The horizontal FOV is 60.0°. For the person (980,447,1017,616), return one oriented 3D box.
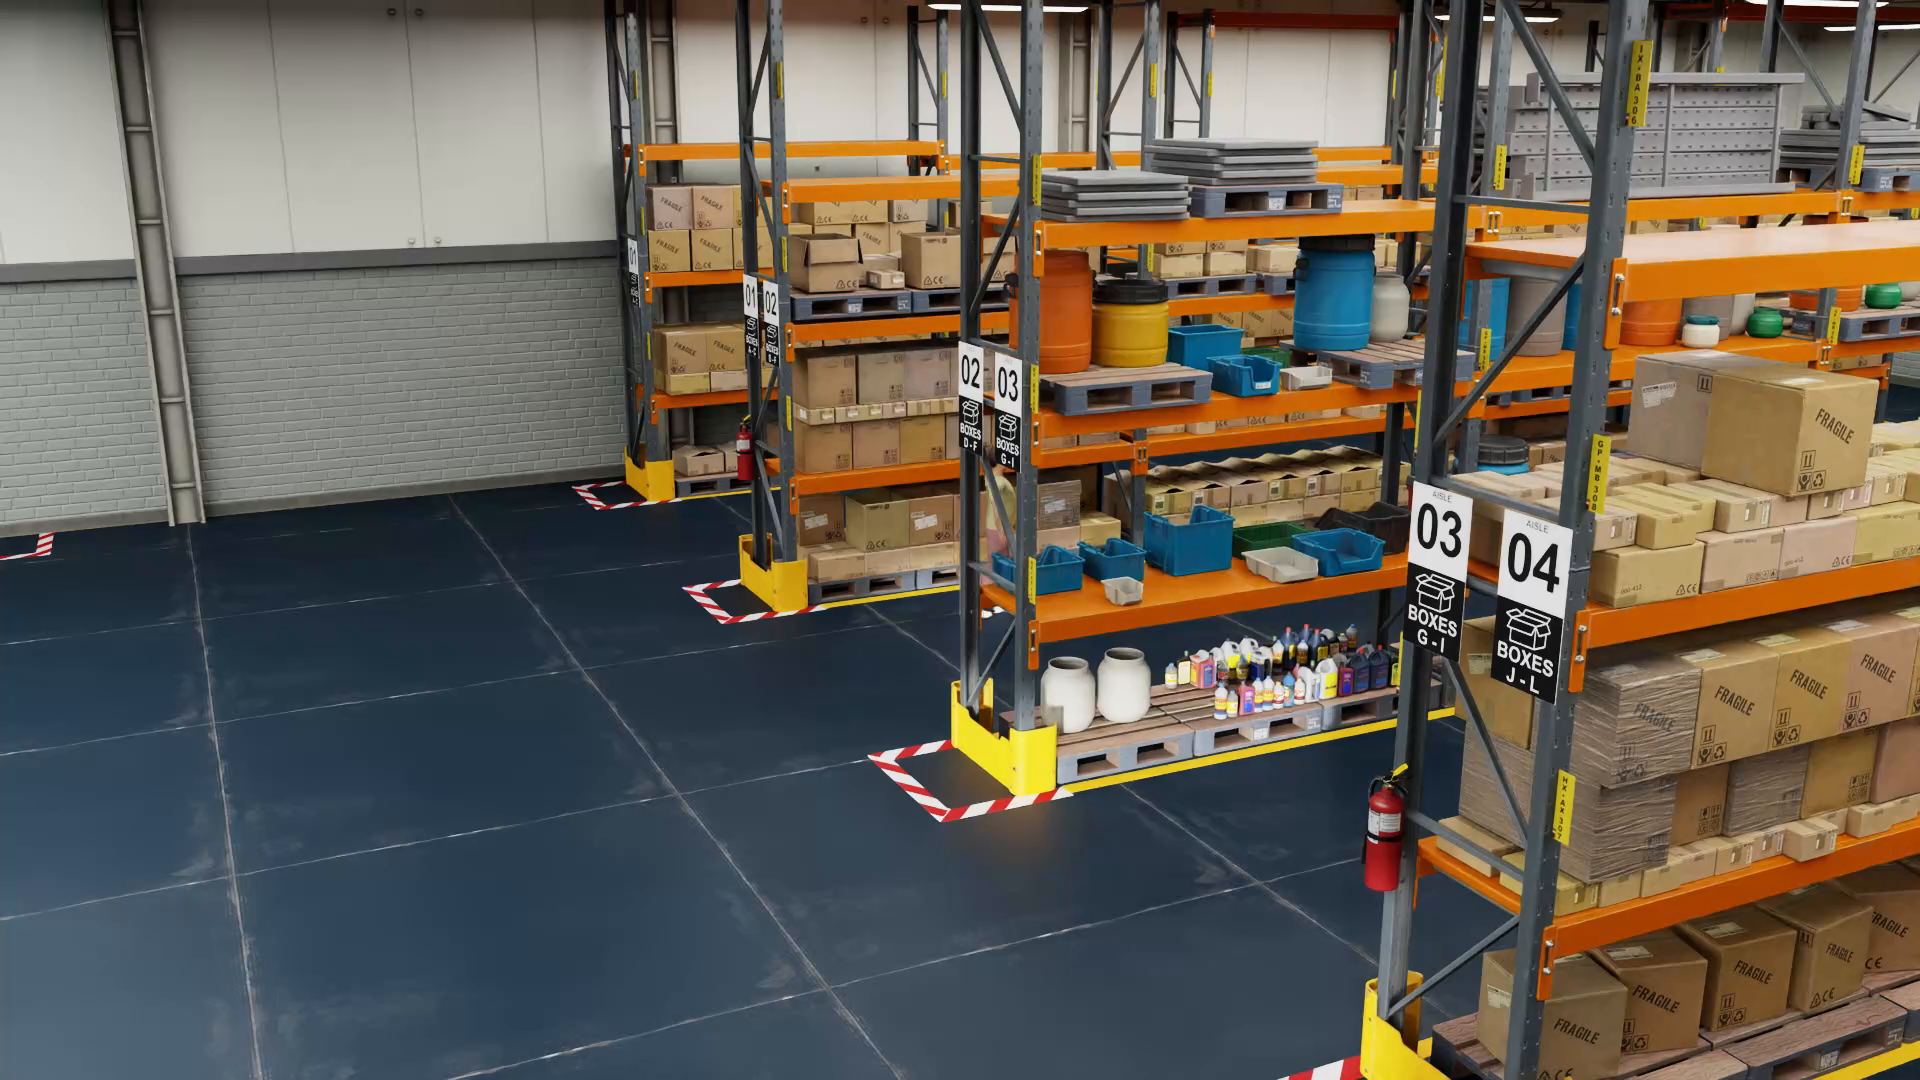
[{"bbox_3d":[0.373,-0.092,16.095,0.585,1.672,0.478,-1,15,-5],"label":"person"}]
